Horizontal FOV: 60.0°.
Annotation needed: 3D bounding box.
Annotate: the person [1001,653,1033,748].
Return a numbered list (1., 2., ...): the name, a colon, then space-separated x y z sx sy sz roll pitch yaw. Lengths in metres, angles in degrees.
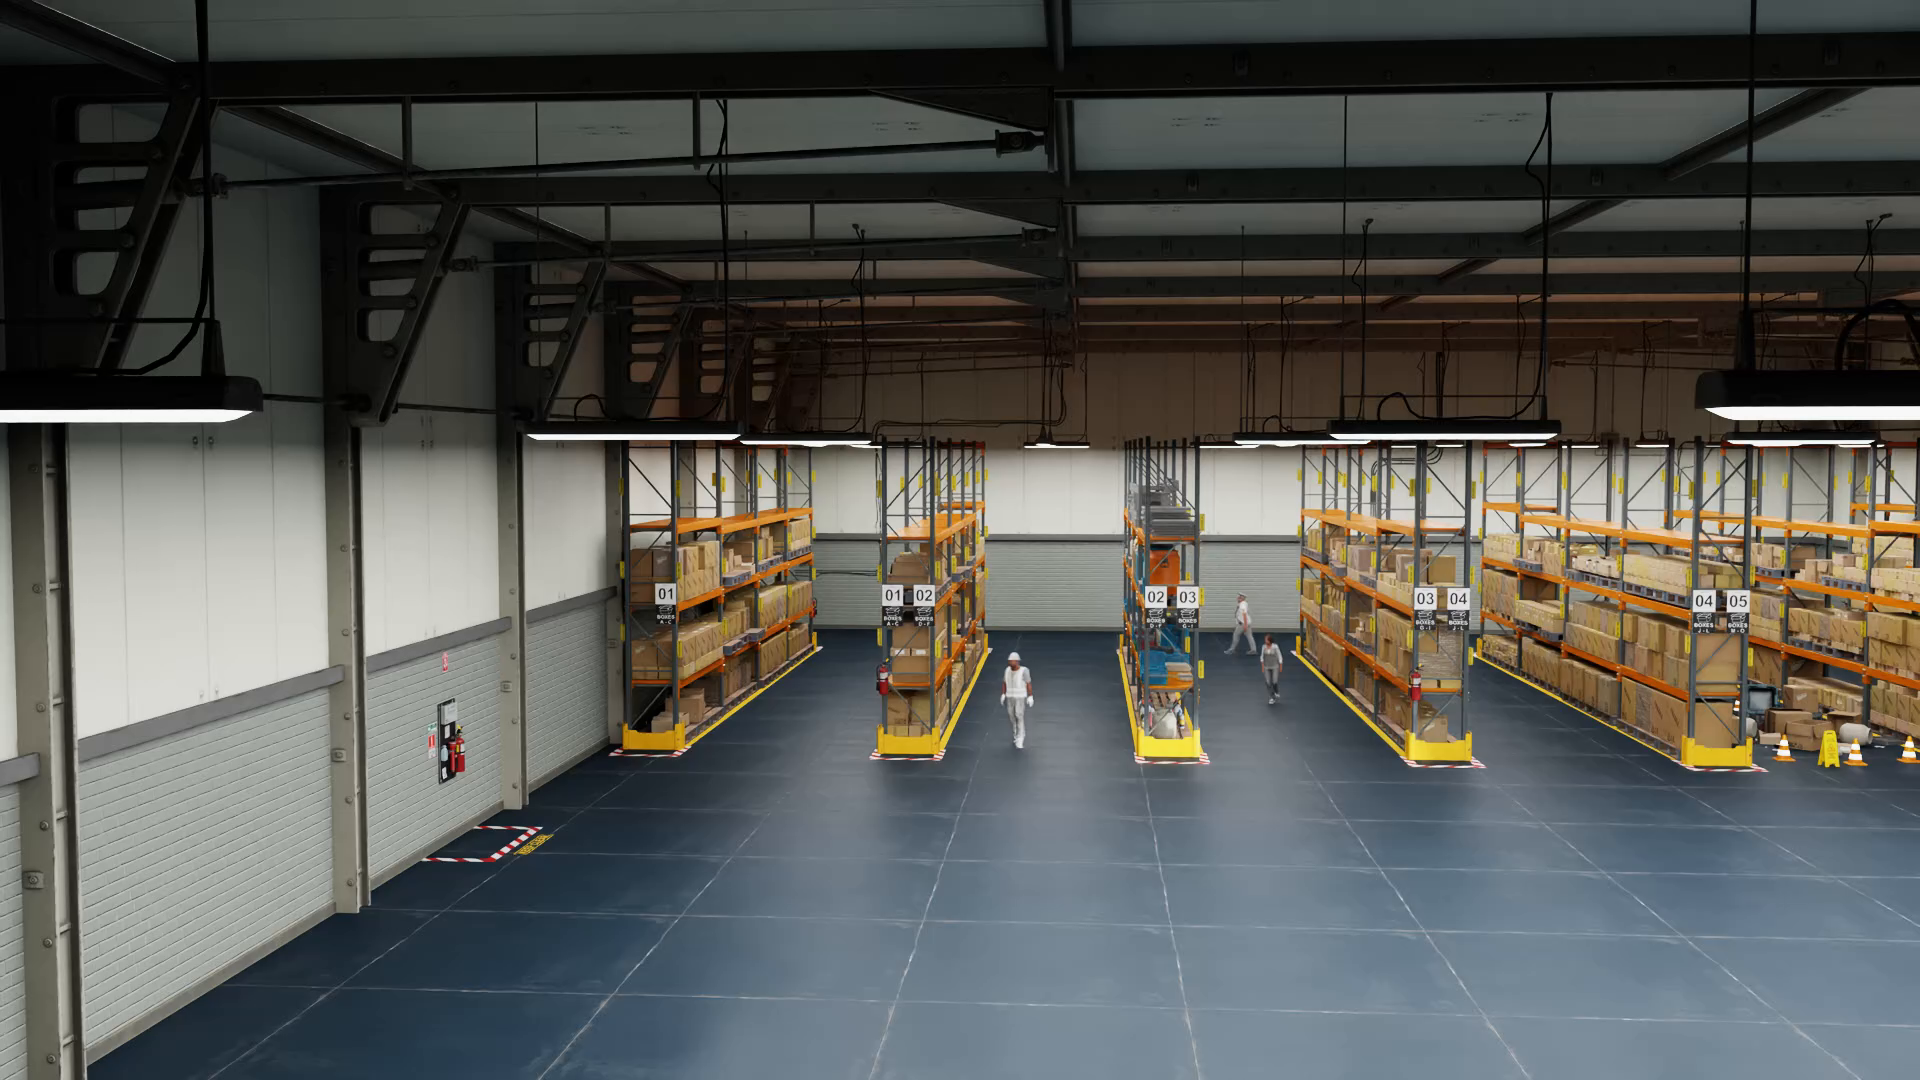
1. person: 1.054 3.099 32.390 0.647 1.788 0.640 2 4 35

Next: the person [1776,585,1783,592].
1. person: 24.318 2.202 49.171 0.617 1.755 0.564 -1 3 -11

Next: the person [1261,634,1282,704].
1. person: 7.082 2.921 37.773 0.498 1.579 0.455 2 3 27

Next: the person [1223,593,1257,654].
1. person: 7.923 2.340 46.776 0.927 1.725 0.534 2 4 35
